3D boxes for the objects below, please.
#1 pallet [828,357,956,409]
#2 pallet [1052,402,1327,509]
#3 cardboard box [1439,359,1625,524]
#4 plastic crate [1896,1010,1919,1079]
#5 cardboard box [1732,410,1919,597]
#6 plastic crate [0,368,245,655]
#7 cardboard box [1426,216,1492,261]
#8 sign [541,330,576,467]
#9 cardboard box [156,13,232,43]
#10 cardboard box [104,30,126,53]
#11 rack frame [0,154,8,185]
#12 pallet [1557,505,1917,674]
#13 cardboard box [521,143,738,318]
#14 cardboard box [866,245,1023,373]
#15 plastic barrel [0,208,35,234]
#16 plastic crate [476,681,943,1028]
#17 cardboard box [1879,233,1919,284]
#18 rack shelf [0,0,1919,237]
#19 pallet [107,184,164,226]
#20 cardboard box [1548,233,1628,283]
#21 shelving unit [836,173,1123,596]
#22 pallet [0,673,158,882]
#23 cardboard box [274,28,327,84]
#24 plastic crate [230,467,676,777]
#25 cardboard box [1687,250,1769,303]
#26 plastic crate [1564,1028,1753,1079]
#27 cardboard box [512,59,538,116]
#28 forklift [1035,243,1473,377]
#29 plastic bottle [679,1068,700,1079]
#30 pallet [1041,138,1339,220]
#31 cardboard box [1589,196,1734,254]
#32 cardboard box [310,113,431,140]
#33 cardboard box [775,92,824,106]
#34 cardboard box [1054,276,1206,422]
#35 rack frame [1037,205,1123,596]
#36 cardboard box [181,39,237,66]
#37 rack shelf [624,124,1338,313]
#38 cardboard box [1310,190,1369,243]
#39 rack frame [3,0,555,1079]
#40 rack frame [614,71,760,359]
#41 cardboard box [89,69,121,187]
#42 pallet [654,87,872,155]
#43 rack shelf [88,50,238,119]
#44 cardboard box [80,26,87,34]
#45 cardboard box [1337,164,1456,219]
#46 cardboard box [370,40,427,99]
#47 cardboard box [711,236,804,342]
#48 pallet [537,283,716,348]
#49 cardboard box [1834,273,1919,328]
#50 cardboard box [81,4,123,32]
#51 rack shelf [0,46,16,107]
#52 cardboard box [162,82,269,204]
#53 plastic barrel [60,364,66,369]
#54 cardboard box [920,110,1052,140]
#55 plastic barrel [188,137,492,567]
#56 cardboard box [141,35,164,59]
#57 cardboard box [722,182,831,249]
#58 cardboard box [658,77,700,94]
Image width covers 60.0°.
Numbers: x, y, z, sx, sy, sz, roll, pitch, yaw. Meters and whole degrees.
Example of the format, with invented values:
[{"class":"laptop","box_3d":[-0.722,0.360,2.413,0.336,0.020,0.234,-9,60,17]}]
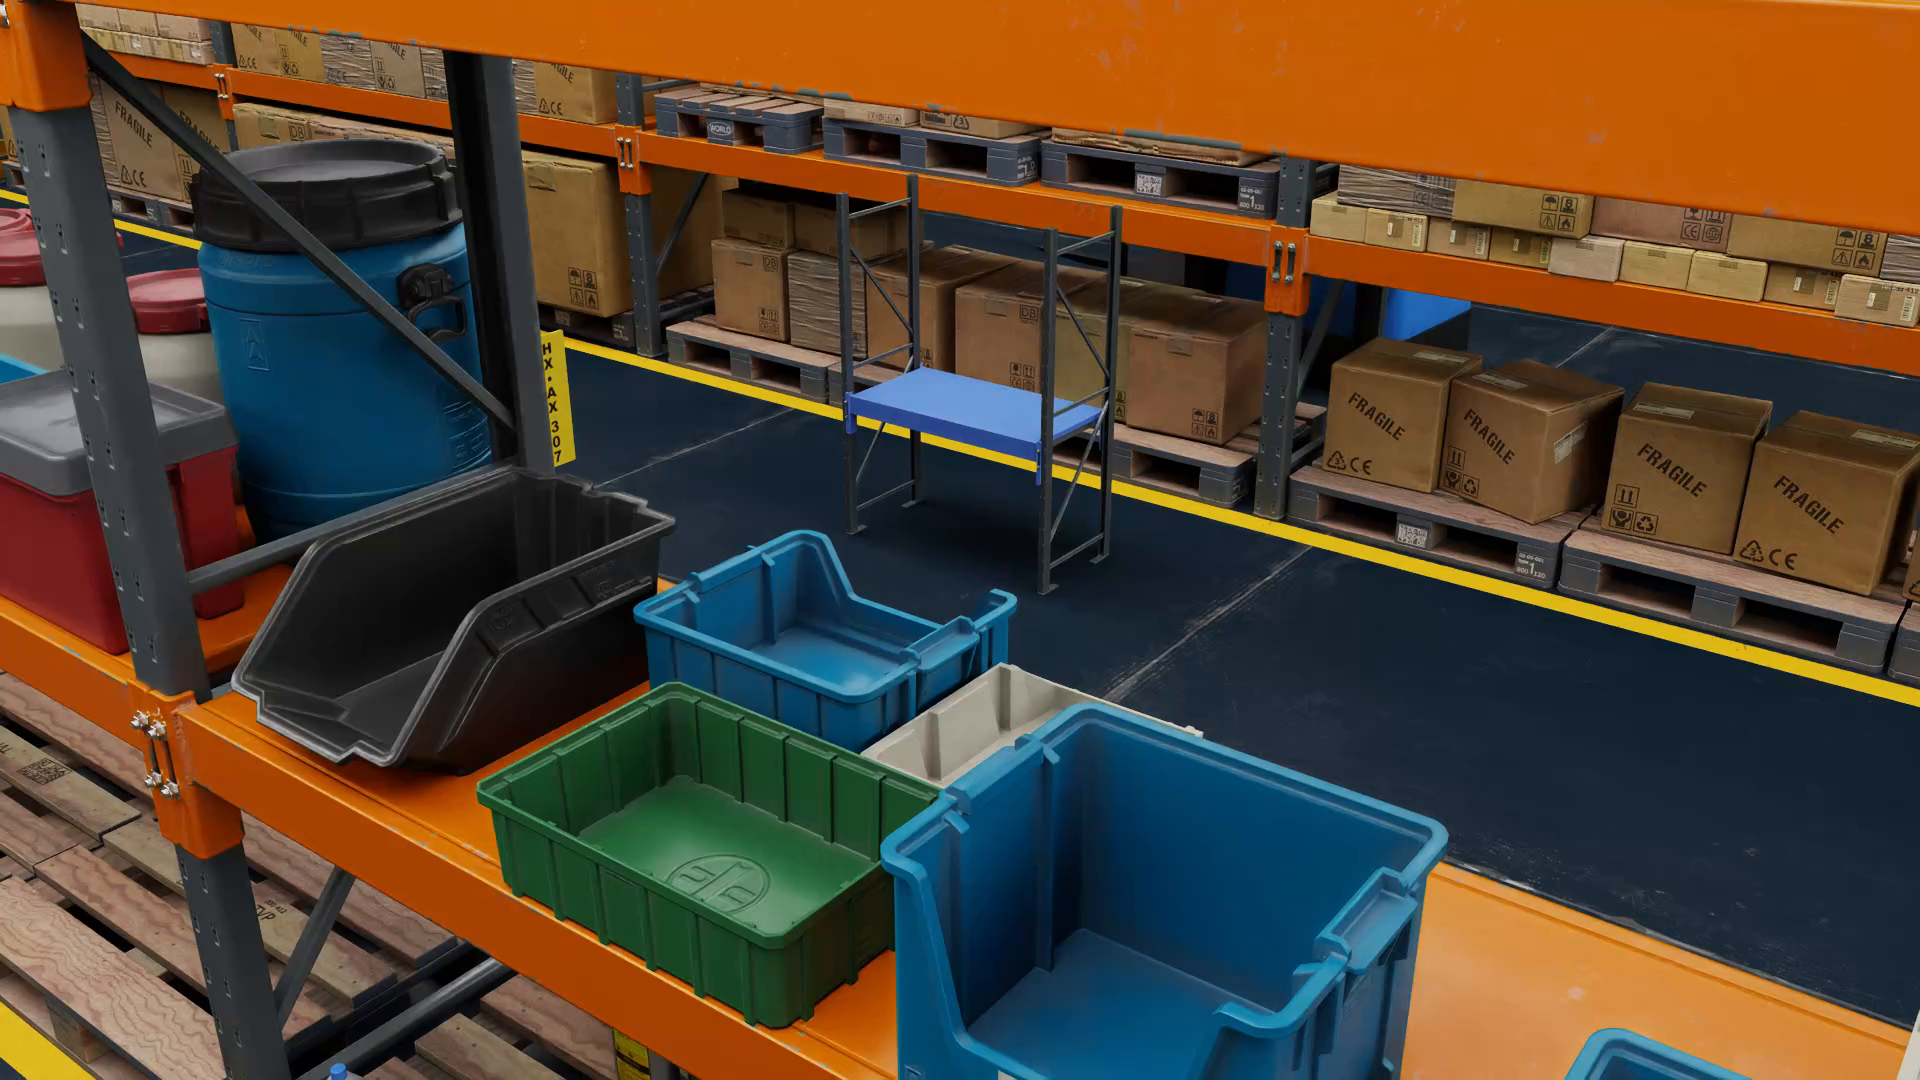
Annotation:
[{"class":"pallet","box_3d":[0.063,-0.833,8.878,1.213,0.211,1.003,17,29,33]},{"class":"pallet","box_3d":[1.043,-0.538,8.209,1.213,0.211,1.003,17,29,33]},{"class":"cardboard box","box_3d":[2.426,-0.429,7.082,0.500,0.500,0.500,-16,28,-31]},{"class":"plastic crate","box_3d":[1.374,0.740,2.178,0.250,0.136,0.298,17,29,33]},{"class":"cardboard box","box_3d":[3.390,-0.155,6.460,0.500,0.500,0.500,20,31,38]},{"class":"plastic crate","box_3d":[-1.874,-0.076,3.622,0.583,0.464,0.402,17,29,33]},{"class":"cardboard box","box_3d":[2.068,-1.246,6.669,0.250,0.149,0.380,17,29,33]},{"class":"sign","box_3d":[-0.965,-0.330,3.935,0.005,0.325,0.100,17,29,33]},{"class":"cardboard box","box_3d":[-5.245,-3.650,11.632,0.500,0.250,0.500,16,29,32]},{"class":"cardboard box","box_3d":[-5.999,-3.662,12.154,0.250,0.149,0.380,17,29,34]},{"class":"rack frame","box_3d":[-7.935,-4.528,13.807,0.127,3.000,1.000,17,29,33]},{"class":"pallet","box_3d":[3.206,0.096,6.771,1.213,0.211,1.003,17,29,33]},{"class":"cardboard box","box_3d":[-2.073,-1.987,10.154,0.875,0.875,1.225,15,28,31]},{"class":"cardboard box","box_3d":[-0.076,-1.230,8.877,0.500,0.500,0.700,20,31,38]},{"class":"plastic barrel","box_3d":[-2.871,-0.674,4.892,0.433,0.535,0.433,0,24,0]},{"class":"plastic crate","box_3d":[-0.386,0.488,2.685,0.662,0.188,0.450,17,29,33]},{"class":"cardboard box","box_3d":[3.598,-1.200,5.760,0.500,0.500,0.875,17,29,33]},{"class":"rack shelf","box_3d":[0.297,-0.588,2.036,4.000,0.370,1.077,17,29,33]},{"class":"pallet","box_3d":[-6.276,-2.789,13.317,1.213,0.211,1.003,17,29,33]},{"class":"cardboard box","box_3d":[2.449,-1.115,6.372,0.250,0.149,0.380,17,29,33]},{"class":"shelving unit","box_3d":[0.068,-0.666,6.901,1.048,1.500,0.538,17,29,33]},{"class":"pallet","box_3d":[-2.935,0.776,5.228,1.213,0.211,1.003,17,29,33]},{"class":"cardboard box","box_3d":[-4.113,-3.293,10.880,0.500,0.500,0.500,17,29,33]},{"class":"plastic crate","box_3d":[-0.961,0.168,3.226,0.504,0.338,0.767,17,29,33]},{"class":"cardboard box","box_3d":[2.867,-1.004,6.119,0.250,0.149,0.380,17,29,33]},{"class":"plastic crate","box_3d":[0.801,0.824,1.844,0.408,0.251,0.499,17,29,33]},{"class":"cardboard box","box_3d":[-2.473,-2.801,9.763,0.500,0.500,0.500,17,29,33]},{"class":"forklift","box_3d":[1.476,-2.627,9.578,3.031,2.935,1.130,19,30,36]},{"class":"plastic bottle","box_3d":[-0.530,1.180,3.684,0.135,0.276,0.152,17,29,33]},{"class":"pallet","box_3d":[1.143,-1.770,7.785,1.213,0.211,1.003,17,29,33]},{"class":"cardboard box","box_3d":[2.830,-1.459,6.347,0.500,0.500,0.875,17,29,33]},{"class":"cardboard box","box_3d":[-3.495,-2.416,11.128,0.875,0.875,1.225,16,28,32]},{"class":"cardboard box","box_3d":[-0.571,-2.611,8.811,0.700,0.500,0.500,-22,32,-40]},{"class":"cardboard box","box_3d":[0.818,-0.960,8.264,0.500,0.500,0.700,17,29,33]},{"class":"rack frame","box_3d":[0.475,-0.543,6.622,0.032,1.500,0.500,17,29,33]},{"class":"cardboard box","box_3d":[-5.175,-3.414,11.589,0.250,0.149,0.380,17,29,34]},{"class":"rack shelf","box_3d":[0.067,-1.781,8.463,4.000,0.370,1.077,17,29,33]},{"class":"cardboard box","box_3d":[1.659,-1.362,6.933,0.250,0.149,0.380,17,29,33]},{"class":"rack frame","box_3d":[-1.303,-0.028,3.594,0.127,3.000,1.000,17,29,33]},{"class":"rack frame","box_3d":[-1.534,-2.593,9.416,0.127,3.000,1.000,17,29,33]},{"class":"cardboard box","box_3d":[-6.647,-3.399,13.358,0.875,0.875,0.875,17,29,33]},{"class":"pallet","box_3d":[-0.899,-2.368,9.141,1.003,0.211,1.213,17,29,33]},{"class":"rack shelf","box_3d":[-6.335,-3.715,12.854,4.000,0.370,1.077,17,29,33]},{"class":"cardboard box","box_3d":[-6.406,-3.786,12.435,0.250,0.149,0.380,17,29,34]},{"class":"cardboard box","box_3d":[1.990,-1.679,6.848,0.500,0.500,0.875,17,29,33]},{"class":"cardboard box","box_3d":[-3.297,-3.049,10.326,0.500,0.500,0.500,17,29,34]},{"class":"cardboard box","box_3d":[-0.985,-1.495,9.478,0.500,0.500,0.700,15,28,31]},{"class":"pallet","box_3d":[-2.119,-1.532,10.466,1.213,0.211,1.003,17,29,33]},{"class":"cardboard box","box_3d":[3.253,-0.875,5.827,0.250,0.149,0.380,17,29,33]},{"class":"cardboard box","box_3d":[-6.069,-3.898,12.194,0.500,0.250,0.500,18,29,34]},{"class":"rack shelf","box_3d":[-2.904,-1.555,4.232,4.000,0.370,1.077,17,29,33]},{"class":"cardboard box","box_3d":[-5.215,-2.966,12.376,0.875,0.875,0.875,17,29,33]},{"class":"plastic barrel","box_3d":[-2.270,-0.334,4.460,0.301,0.262,0.301,0,24,0]},{"class":"cardboard box","box_3d":[0.225,-2.255,7.999,0.637,0.503,0.797,20,31,38]},{"class":"plastic barrel","box_3d":[-1.431,-0.449,3.926,0.708,0.901,0.600,17,29,33]},{"class":"cardboard box","box_3d":[-5.586,-3.538,11.871,0.250,0.149,0.380,16,29,32]},{"class":"cardboard box","box_3d":[-0.979,-1.842,9.334,0.500,0.250,0.500,18,30,35]},{"class":"cardboard box","box_3d":[-1.759,-2.844,9.862,0.500,0.500,0.500,18,29,35]}]
